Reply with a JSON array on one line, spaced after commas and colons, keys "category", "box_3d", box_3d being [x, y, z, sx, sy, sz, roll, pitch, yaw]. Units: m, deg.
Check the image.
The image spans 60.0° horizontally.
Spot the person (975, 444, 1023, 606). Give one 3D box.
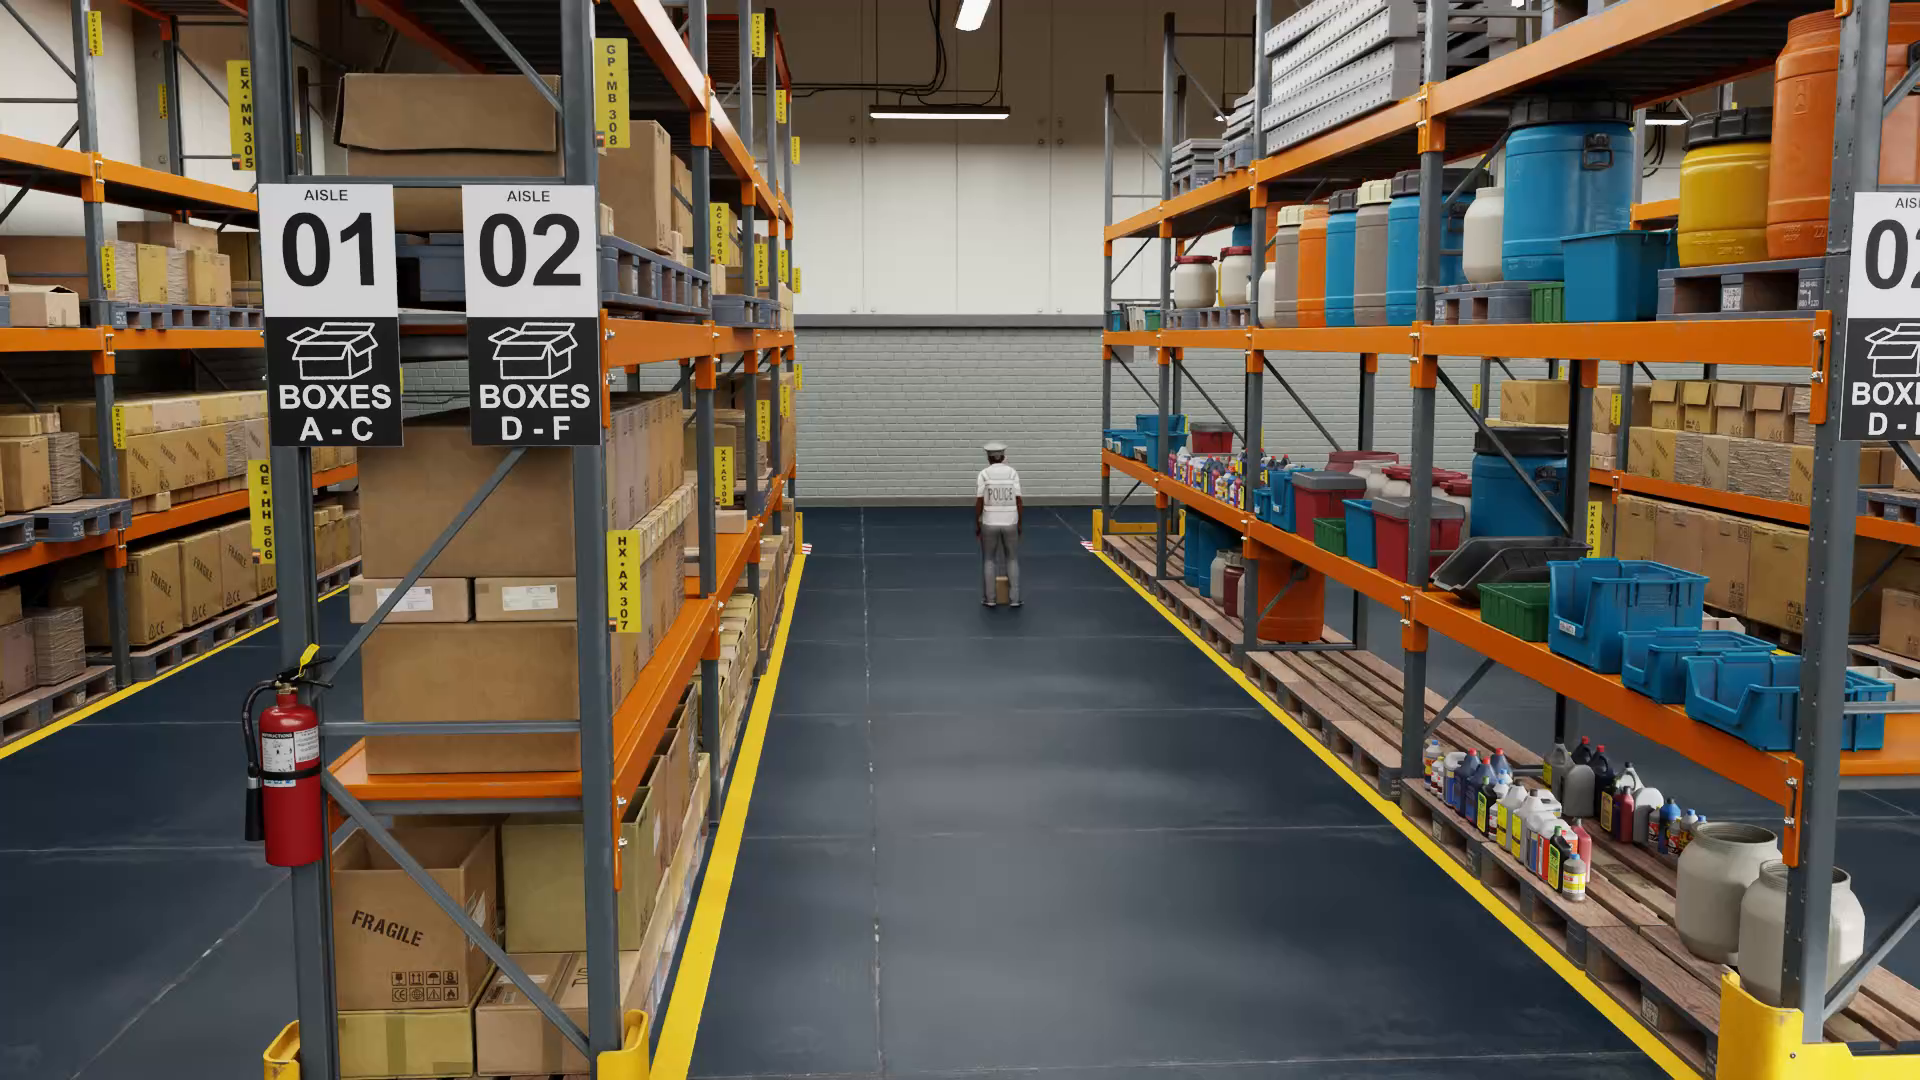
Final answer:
[{"category": "person", "box_3d": [0.402, -0.147, 16.970, 0.518, 1.656, 0.427, -1, 7, -7]}]
